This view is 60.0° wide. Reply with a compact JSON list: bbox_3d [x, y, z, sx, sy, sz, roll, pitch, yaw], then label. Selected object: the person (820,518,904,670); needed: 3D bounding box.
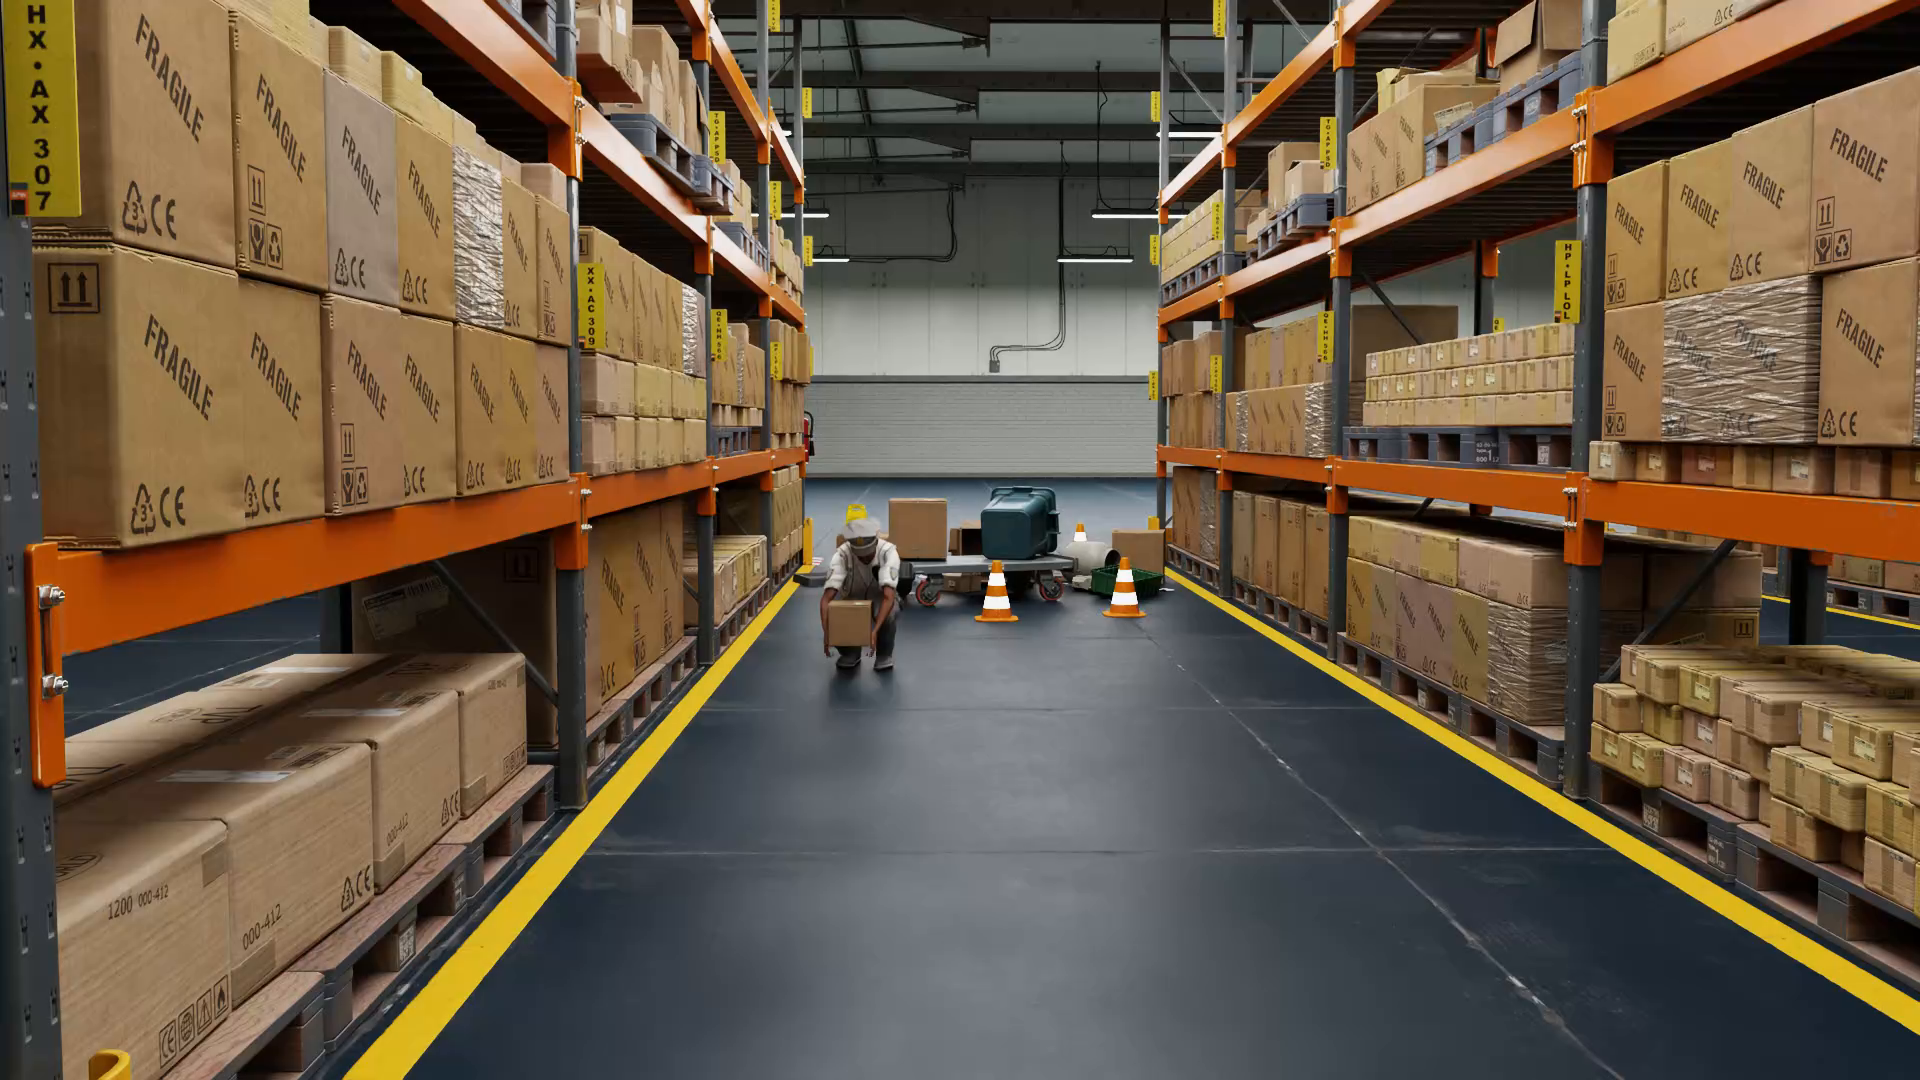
[{"bbox_3d":[-0.604,0.337,10.351,0.476,0.961,0.882,1,4,10],"label":"person"}]
